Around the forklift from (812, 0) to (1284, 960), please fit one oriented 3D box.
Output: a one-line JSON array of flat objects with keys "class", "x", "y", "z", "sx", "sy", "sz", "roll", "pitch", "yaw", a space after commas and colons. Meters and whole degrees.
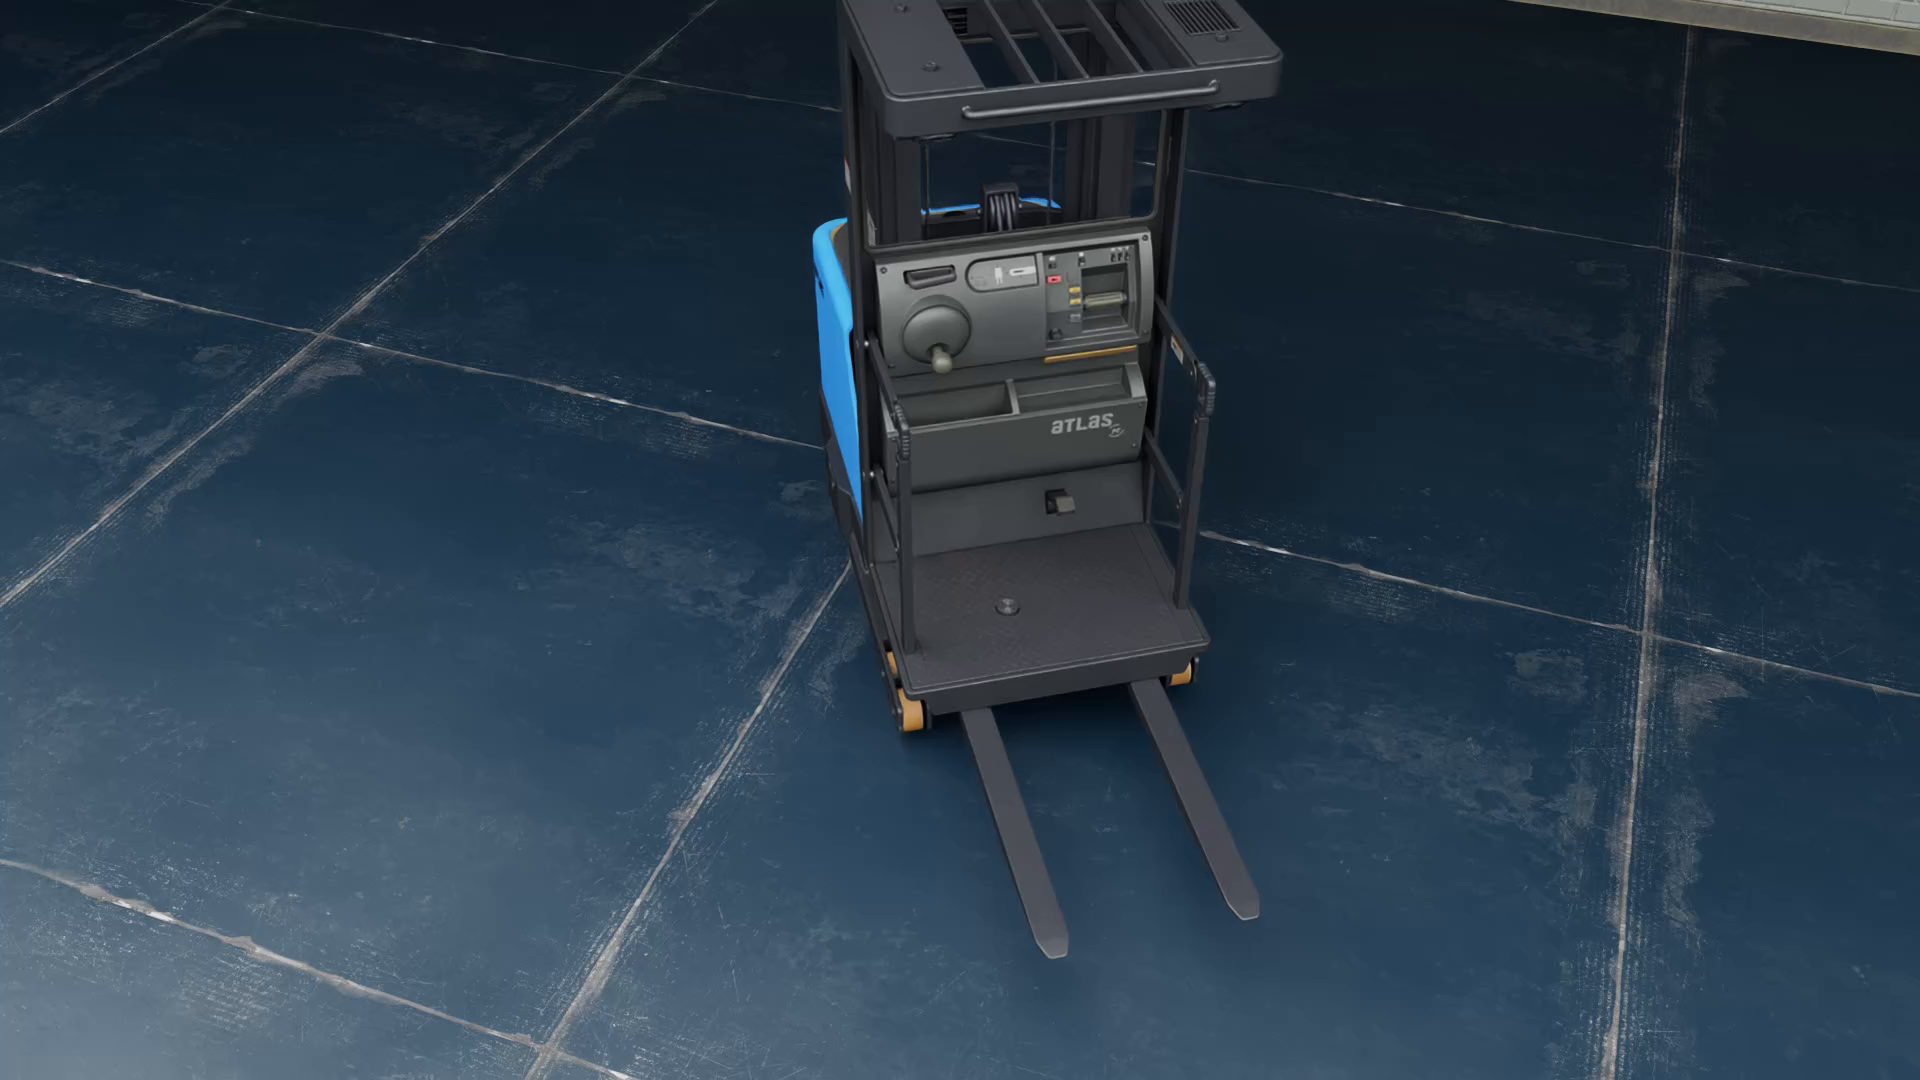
[{"class": "forklift", "x": 0.240, "y": -0.704, "z": 5.317, "sx": 1.130, "sy": 2.935, "sz": 3.031, "roll": -9, "pitch": 41, "yaw": -10}]
